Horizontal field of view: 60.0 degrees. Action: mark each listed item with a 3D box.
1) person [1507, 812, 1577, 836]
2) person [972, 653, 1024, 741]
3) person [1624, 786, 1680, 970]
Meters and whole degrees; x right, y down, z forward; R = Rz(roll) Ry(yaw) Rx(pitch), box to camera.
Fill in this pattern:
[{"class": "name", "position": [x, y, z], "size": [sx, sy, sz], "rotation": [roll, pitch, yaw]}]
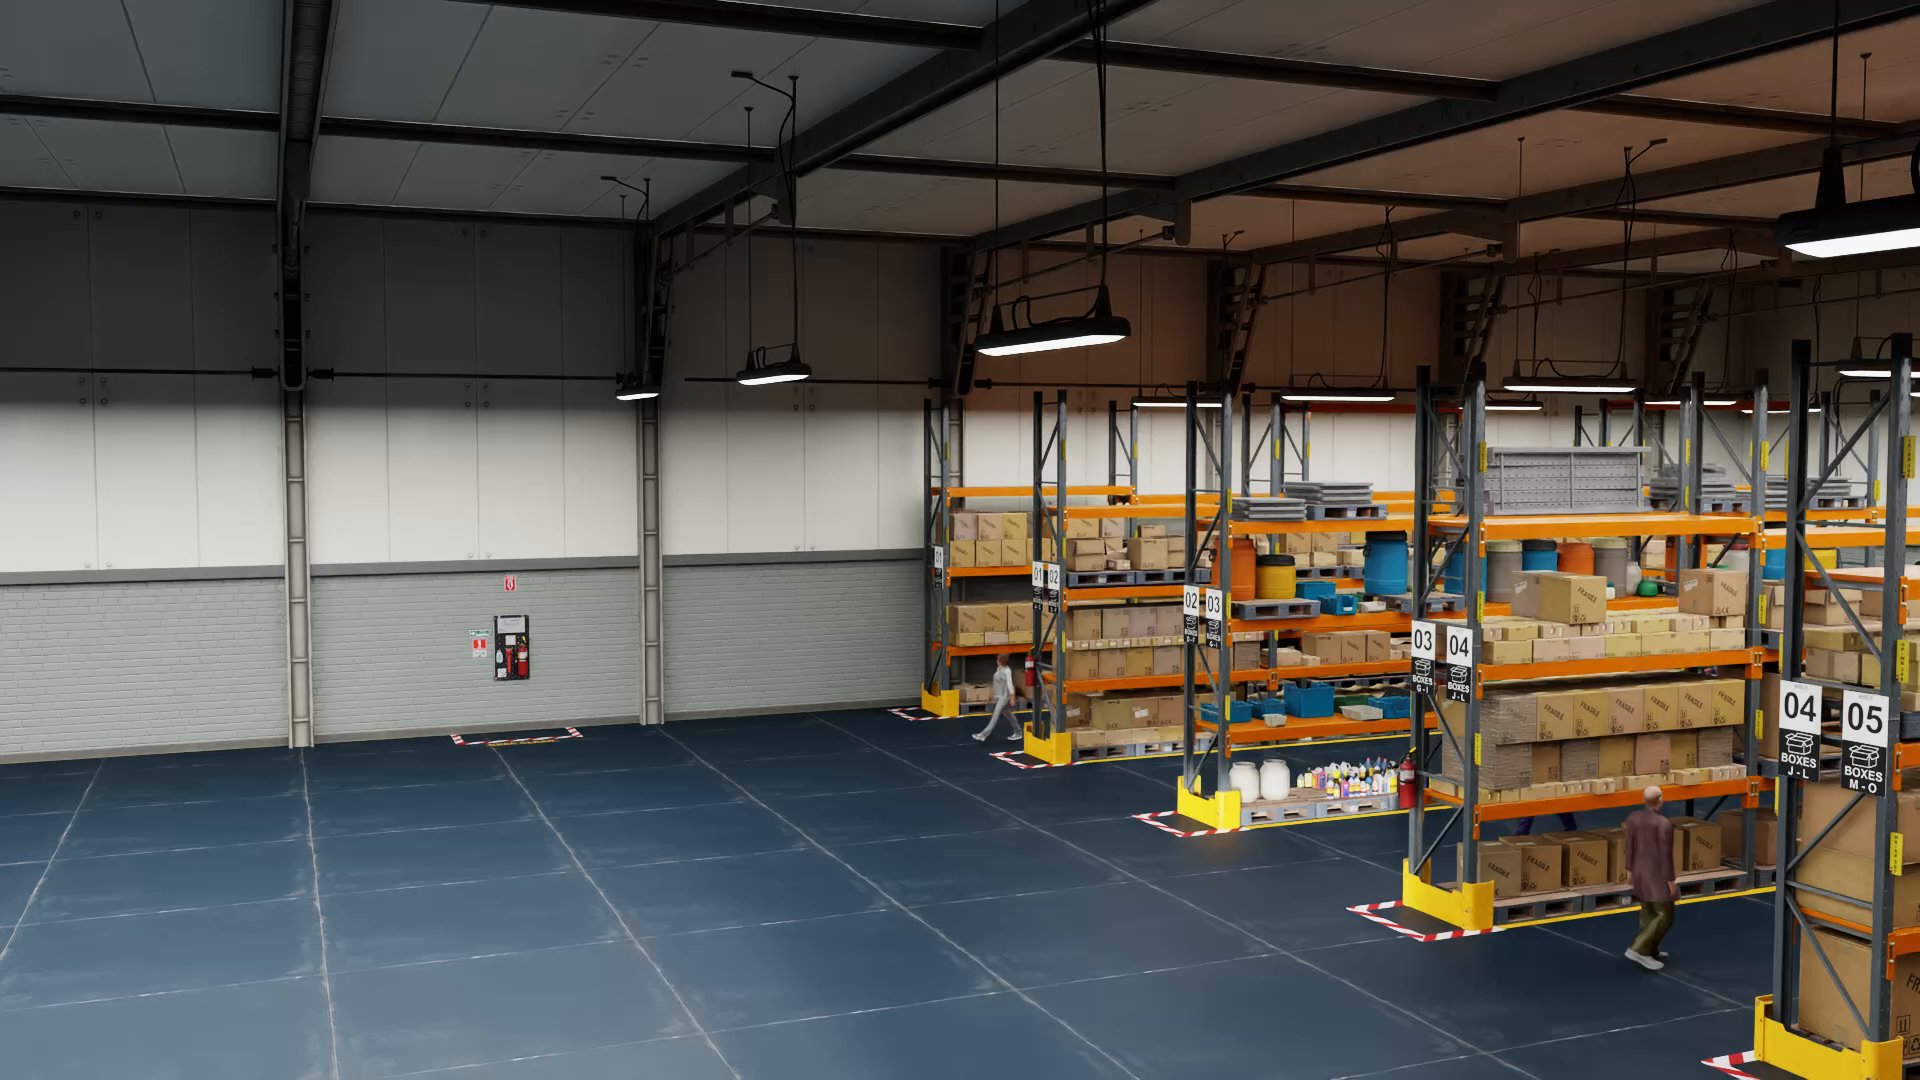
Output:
[{"class": "person", "position": [7.533, 3.200, 21.414], "size": [0.969, 1.368, 0.486], "rotation": [-1, 4, -21]}, {"class": "person", "position": [0.641, 2.697, 28.544], "size": [0.987, 1.537, 0.447], "rotation": [-1, 3, -14]}, {"class": "person", "position": [6.804, 3.314, 16.414], "size": [0.610, 1.775, 0.614], "rotation": [-1, 4, -20]}]
